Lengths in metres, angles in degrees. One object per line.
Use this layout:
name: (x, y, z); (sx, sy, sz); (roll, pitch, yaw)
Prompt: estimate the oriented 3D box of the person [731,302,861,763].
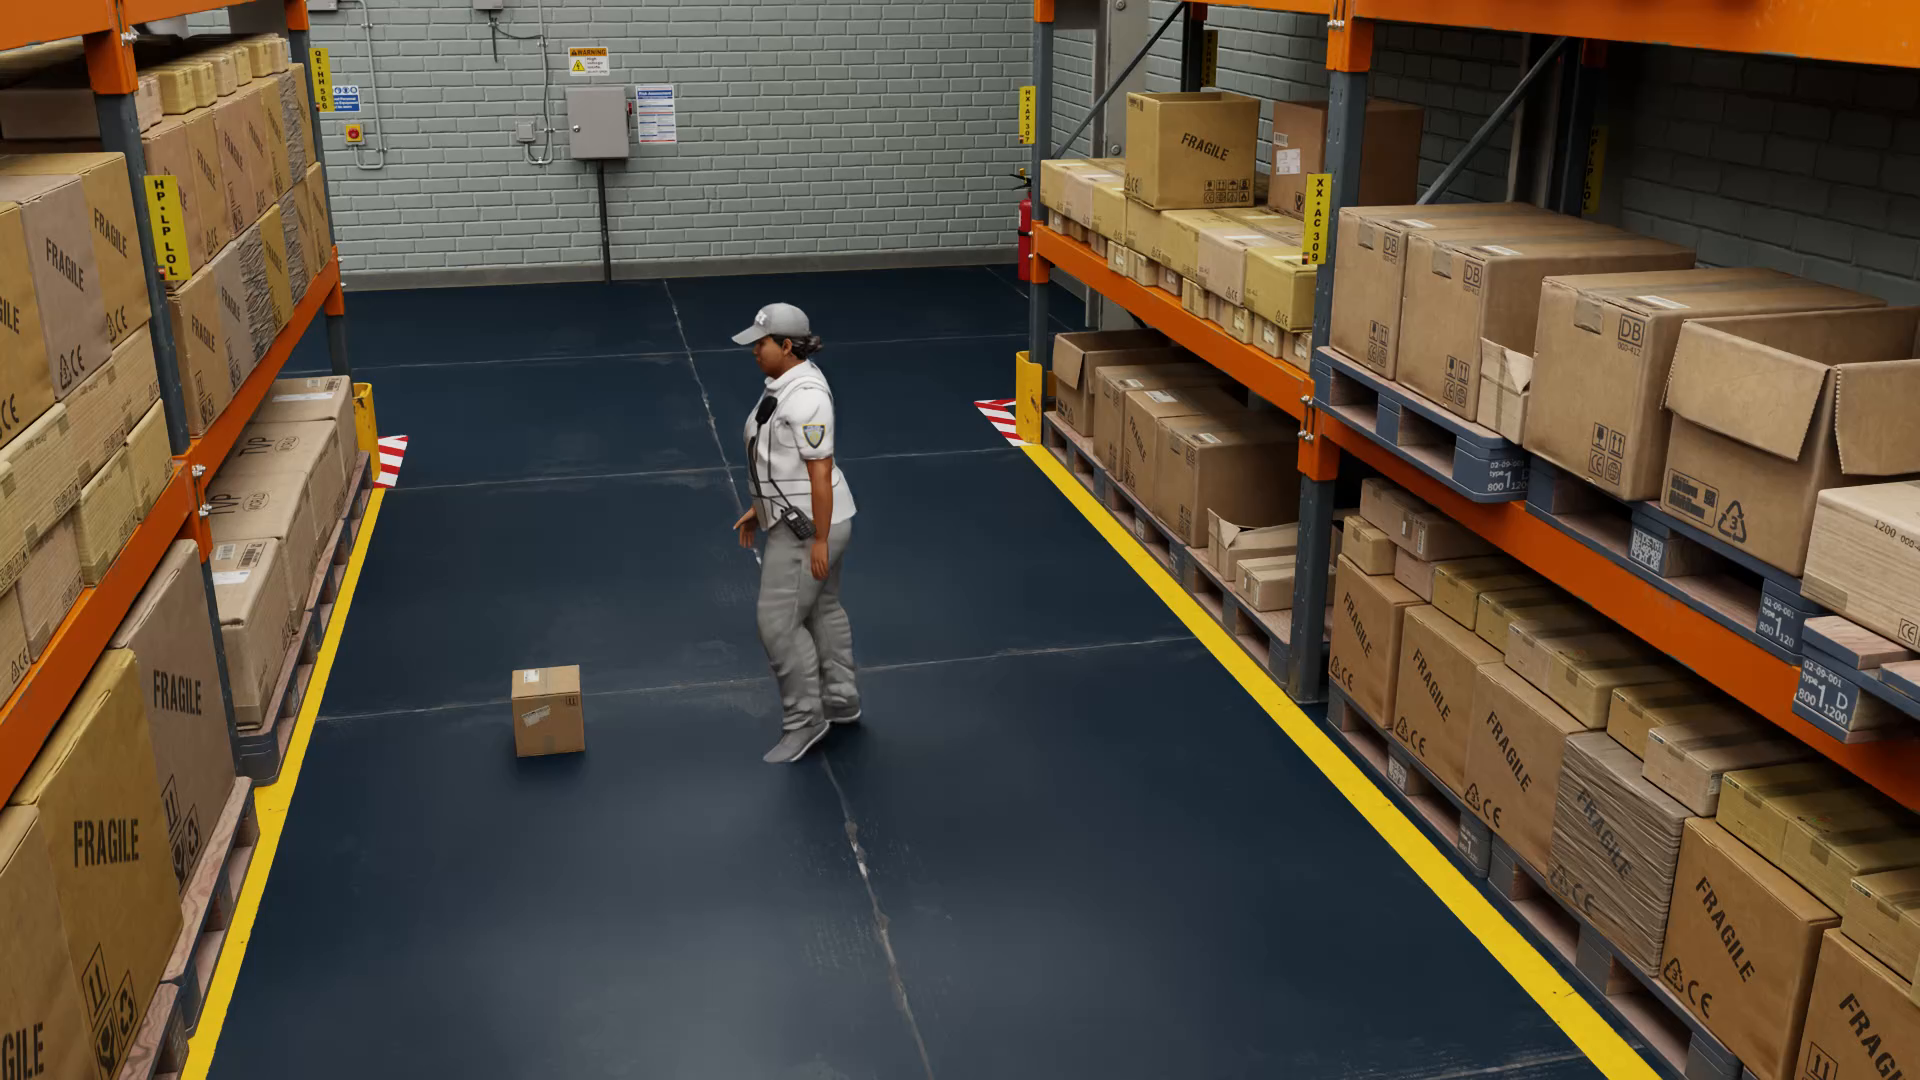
person: (-0.609, -0.024, 6.168); (0.458, 1.717, 0.496); (-3, 20, -8)
